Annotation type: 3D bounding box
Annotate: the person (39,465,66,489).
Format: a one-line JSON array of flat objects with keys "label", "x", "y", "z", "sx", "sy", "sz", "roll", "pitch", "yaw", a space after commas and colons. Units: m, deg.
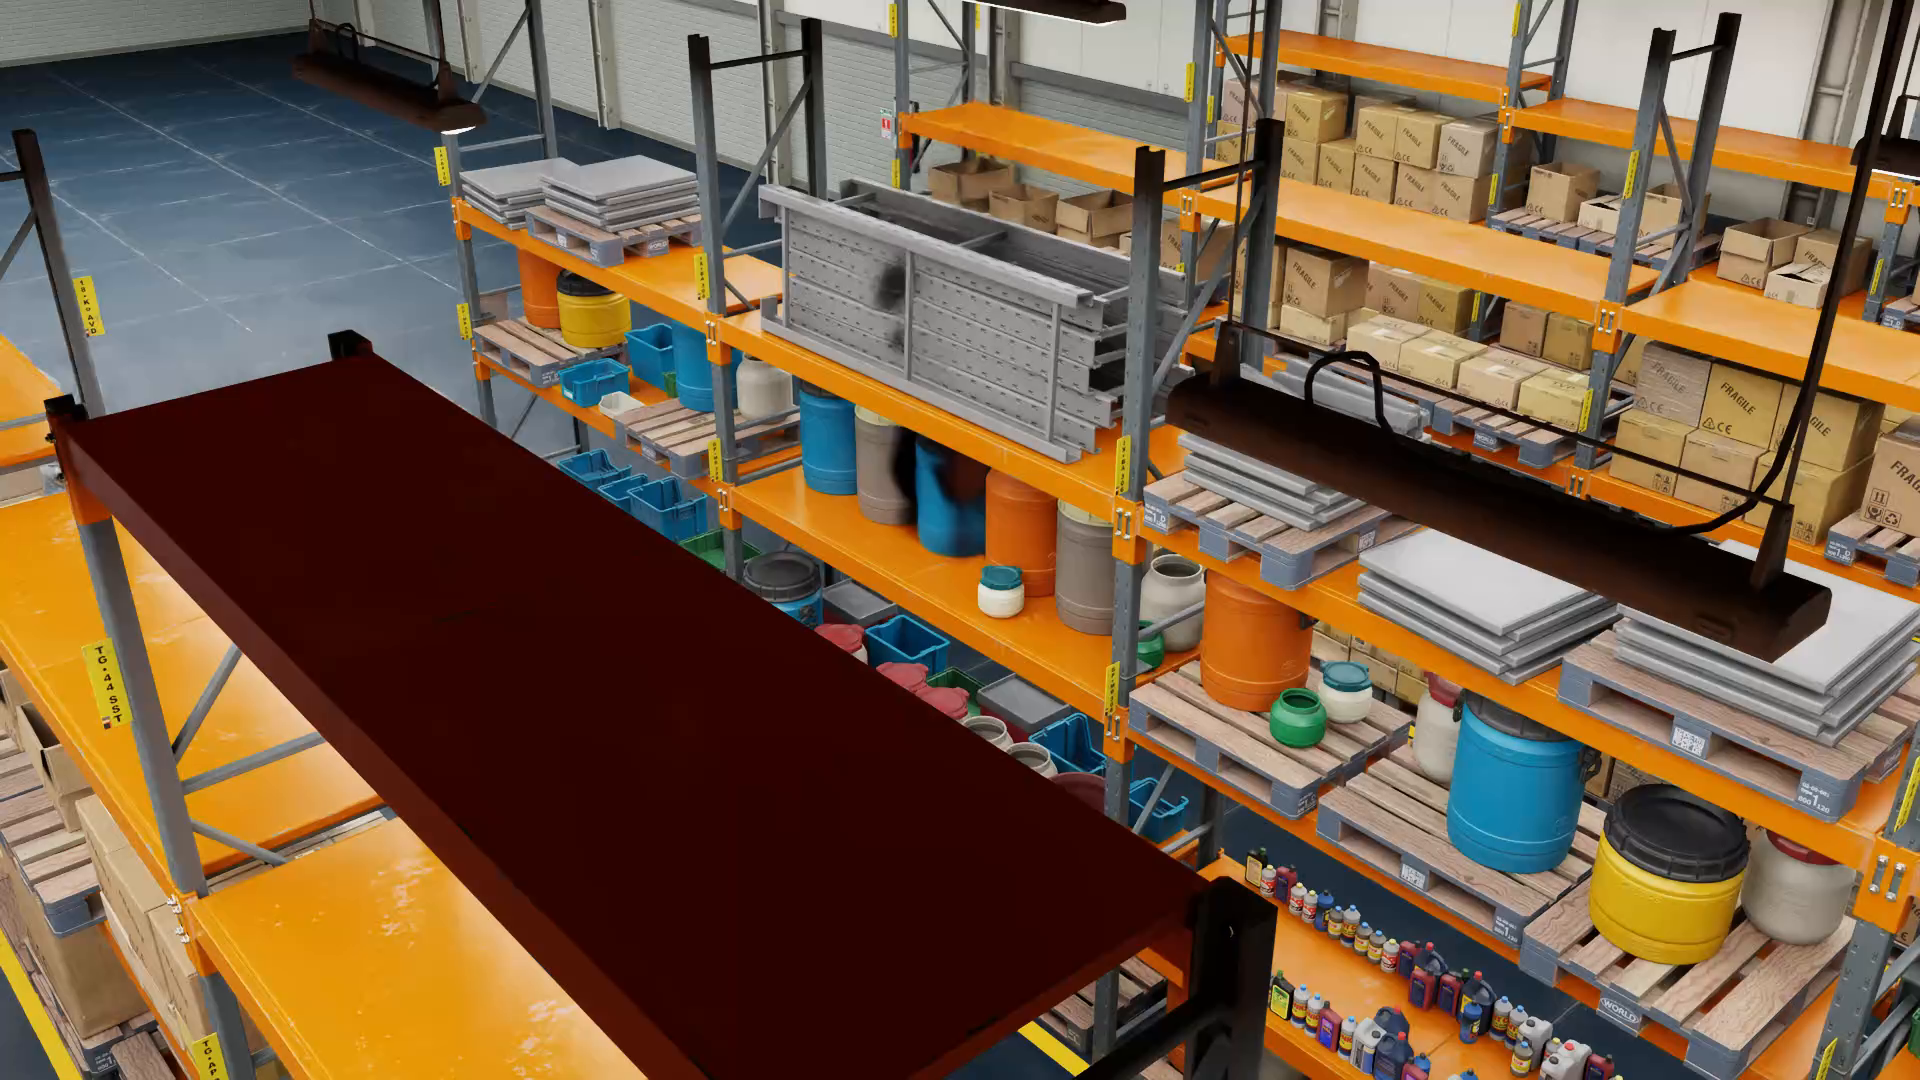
[{"label": "person", "x": -10.050, "y": -1.137, "z": 17.833, "sx": 1.027, "sy": 1.754, "sz": 0.714, "roll": -9, "pitch": 28, "yaw": -18}]
